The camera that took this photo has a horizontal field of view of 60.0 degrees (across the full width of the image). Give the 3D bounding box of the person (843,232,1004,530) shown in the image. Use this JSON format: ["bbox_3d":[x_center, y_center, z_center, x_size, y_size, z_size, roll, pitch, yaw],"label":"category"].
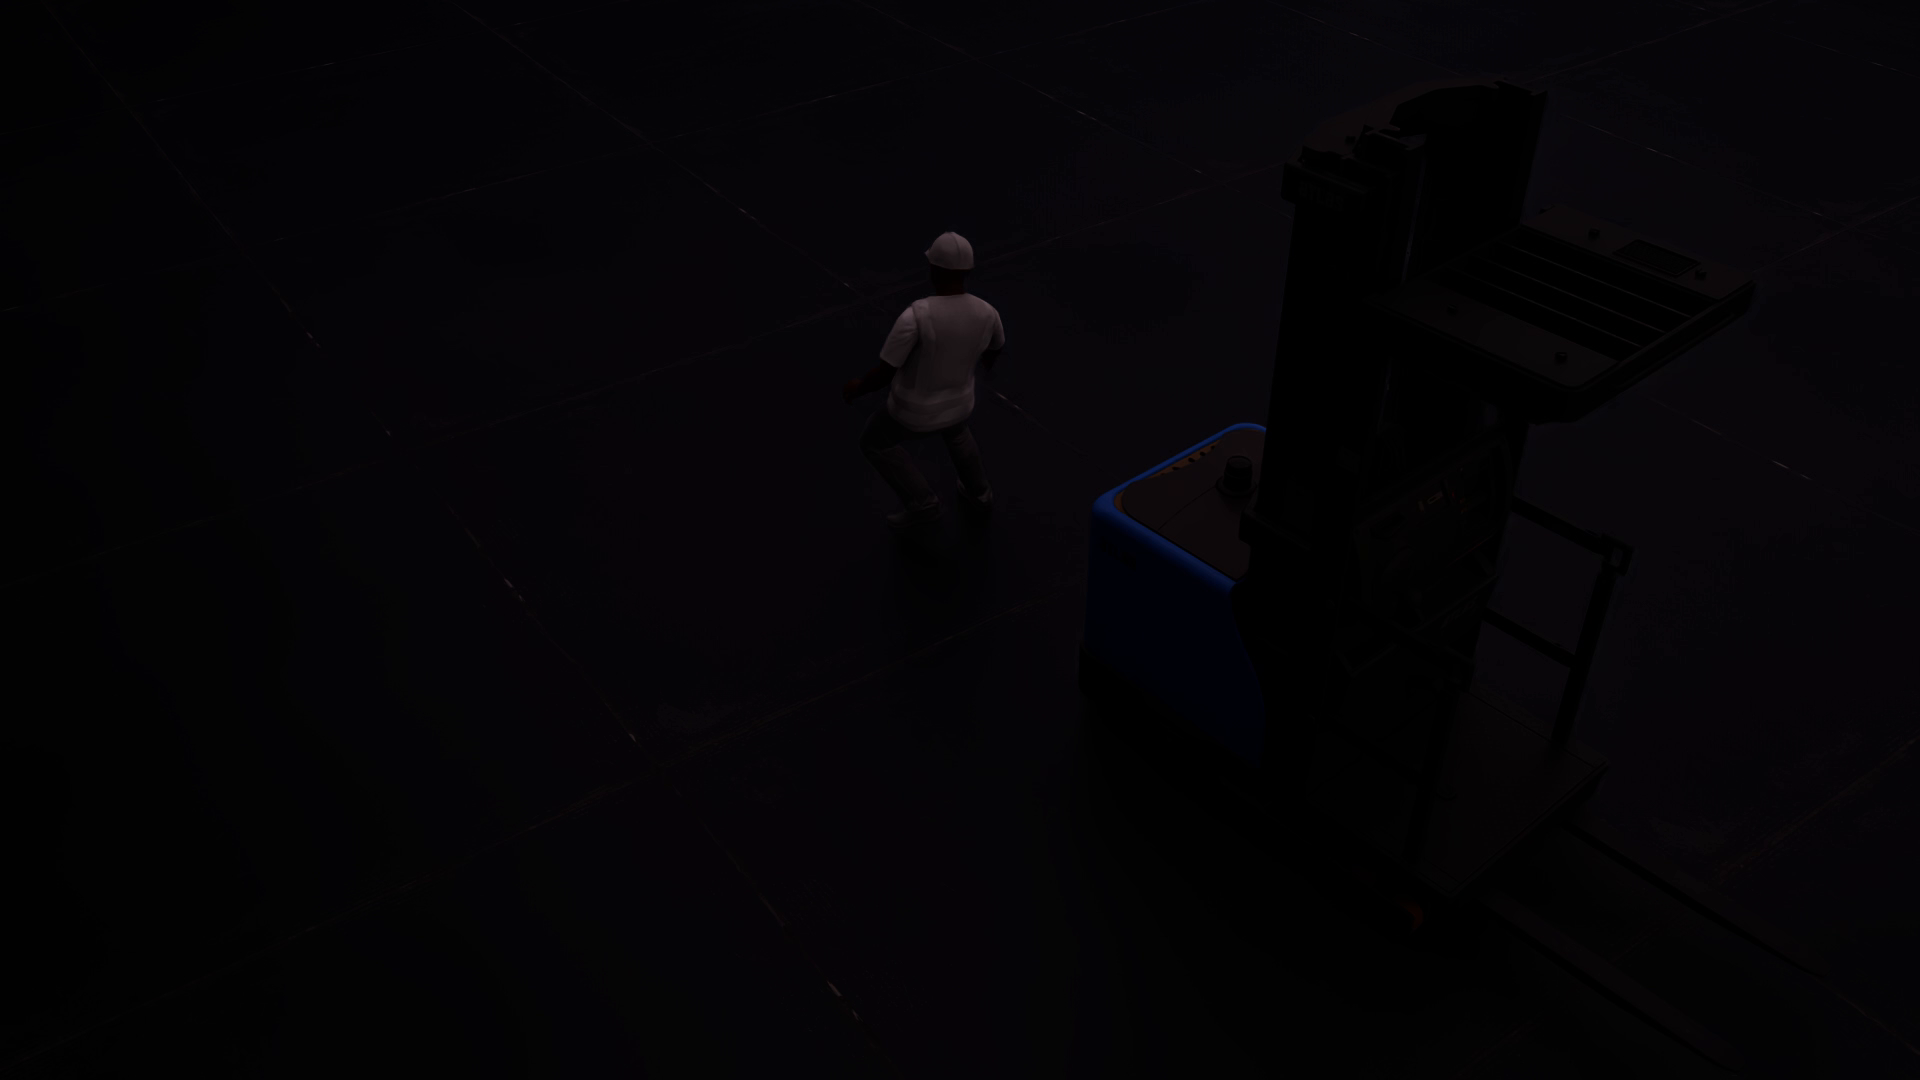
[{"bbox_3d":[-0.113,-0.744,8.043,0.912,1.644,0.548,-20,41,-25],"label":"person"}]

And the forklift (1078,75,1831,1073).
[{"bbox_3d":[1.875,-0.010,5.958,1.130,2.935,3.031,-28,45,-32],"label":"forklift"}]
